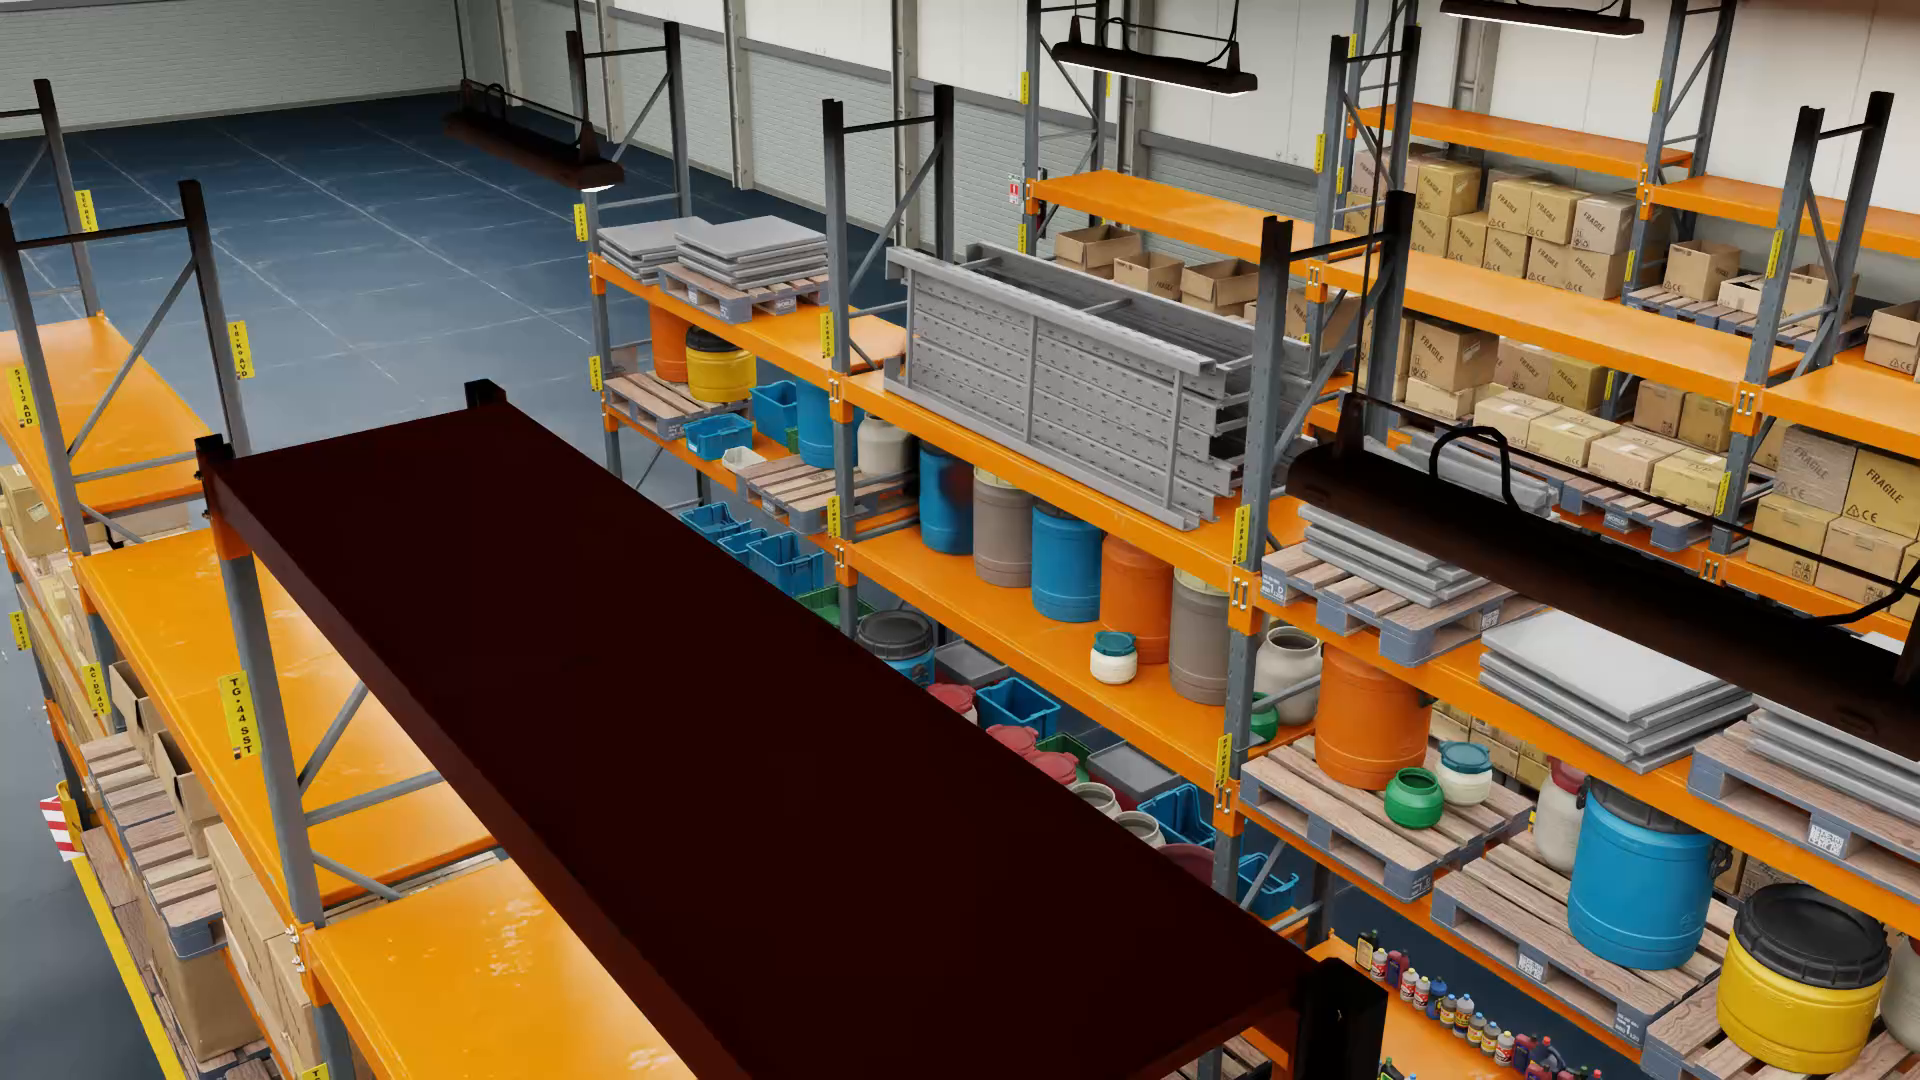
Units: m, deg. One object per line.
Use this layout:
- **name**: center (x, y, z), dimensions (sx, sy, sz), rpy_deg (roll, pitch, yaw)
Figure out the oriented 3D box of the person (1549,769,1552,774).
- **person**: center (4.264, 2.082, 11.863), dimensions (0.550, 1.665, 0.571), rpy_deg (-11, 27, -23)
